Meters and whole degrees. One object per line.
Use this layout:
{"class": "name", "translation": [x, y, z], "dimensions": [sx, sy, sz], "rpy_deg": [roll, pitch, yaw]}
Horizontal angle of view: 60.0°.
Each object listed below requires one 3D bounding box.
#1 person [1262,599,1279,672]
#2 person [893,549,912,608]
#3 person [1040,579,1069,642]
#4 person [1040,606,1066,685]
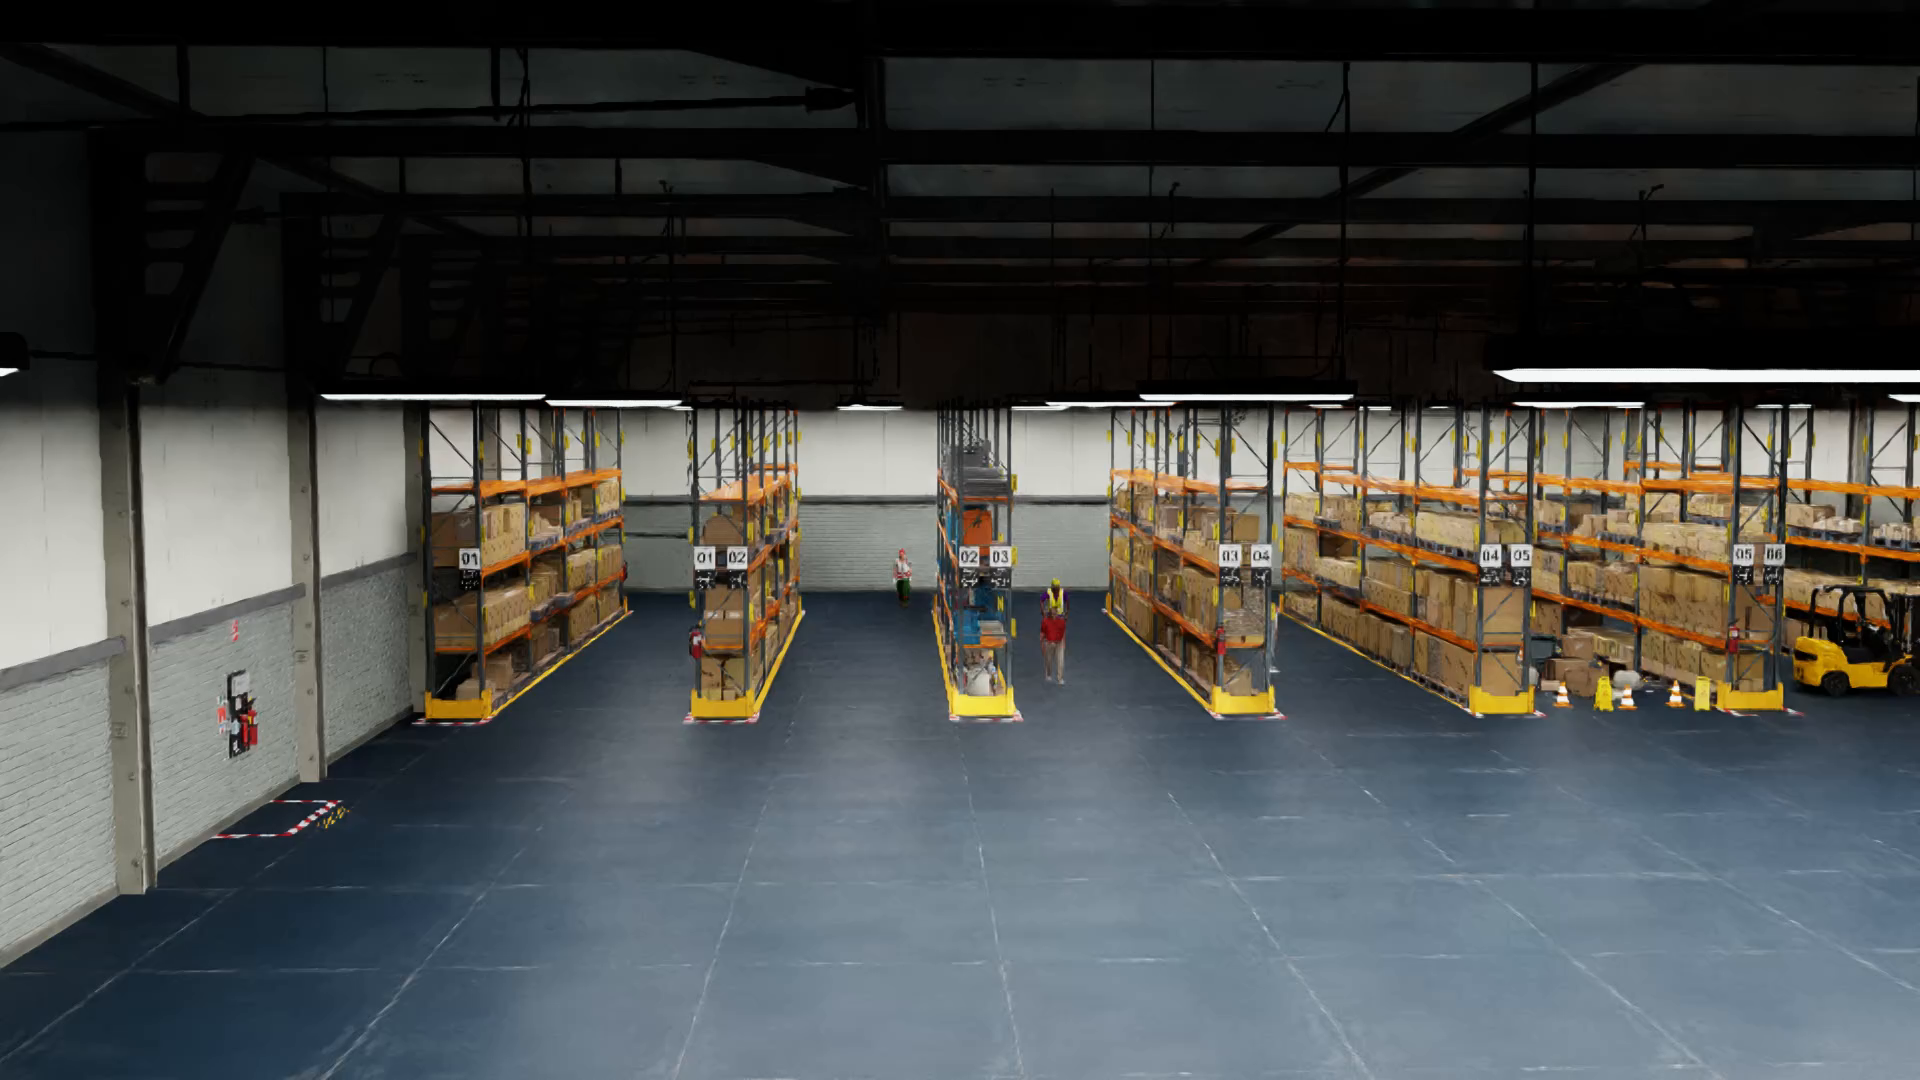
{"class": "person", "translation": [6.834, 2.088, 36.576], "dimensions": [0.399, 1.602, 0.469], "rpy_deg": [-3, 5, -33]}
{"class": "person", "translation": [-1.690, 1.104, 48.577], "dimensions": [0.553, 1.709, 1.117], "rpy_deg": [0, 4, 1]}
{"class": "person", "translation": [2.286, 1.774, 40.166], "dimensions": [0.719, 1.714, 0.578], "rpy_deg": [0, 4, -4]}
{"class": "person", "translation": [1.952, 2.190, 34.886], "dimensions": [0.542, 1.645, 1.126], "rpy_deg": [0, 4, 0]}
